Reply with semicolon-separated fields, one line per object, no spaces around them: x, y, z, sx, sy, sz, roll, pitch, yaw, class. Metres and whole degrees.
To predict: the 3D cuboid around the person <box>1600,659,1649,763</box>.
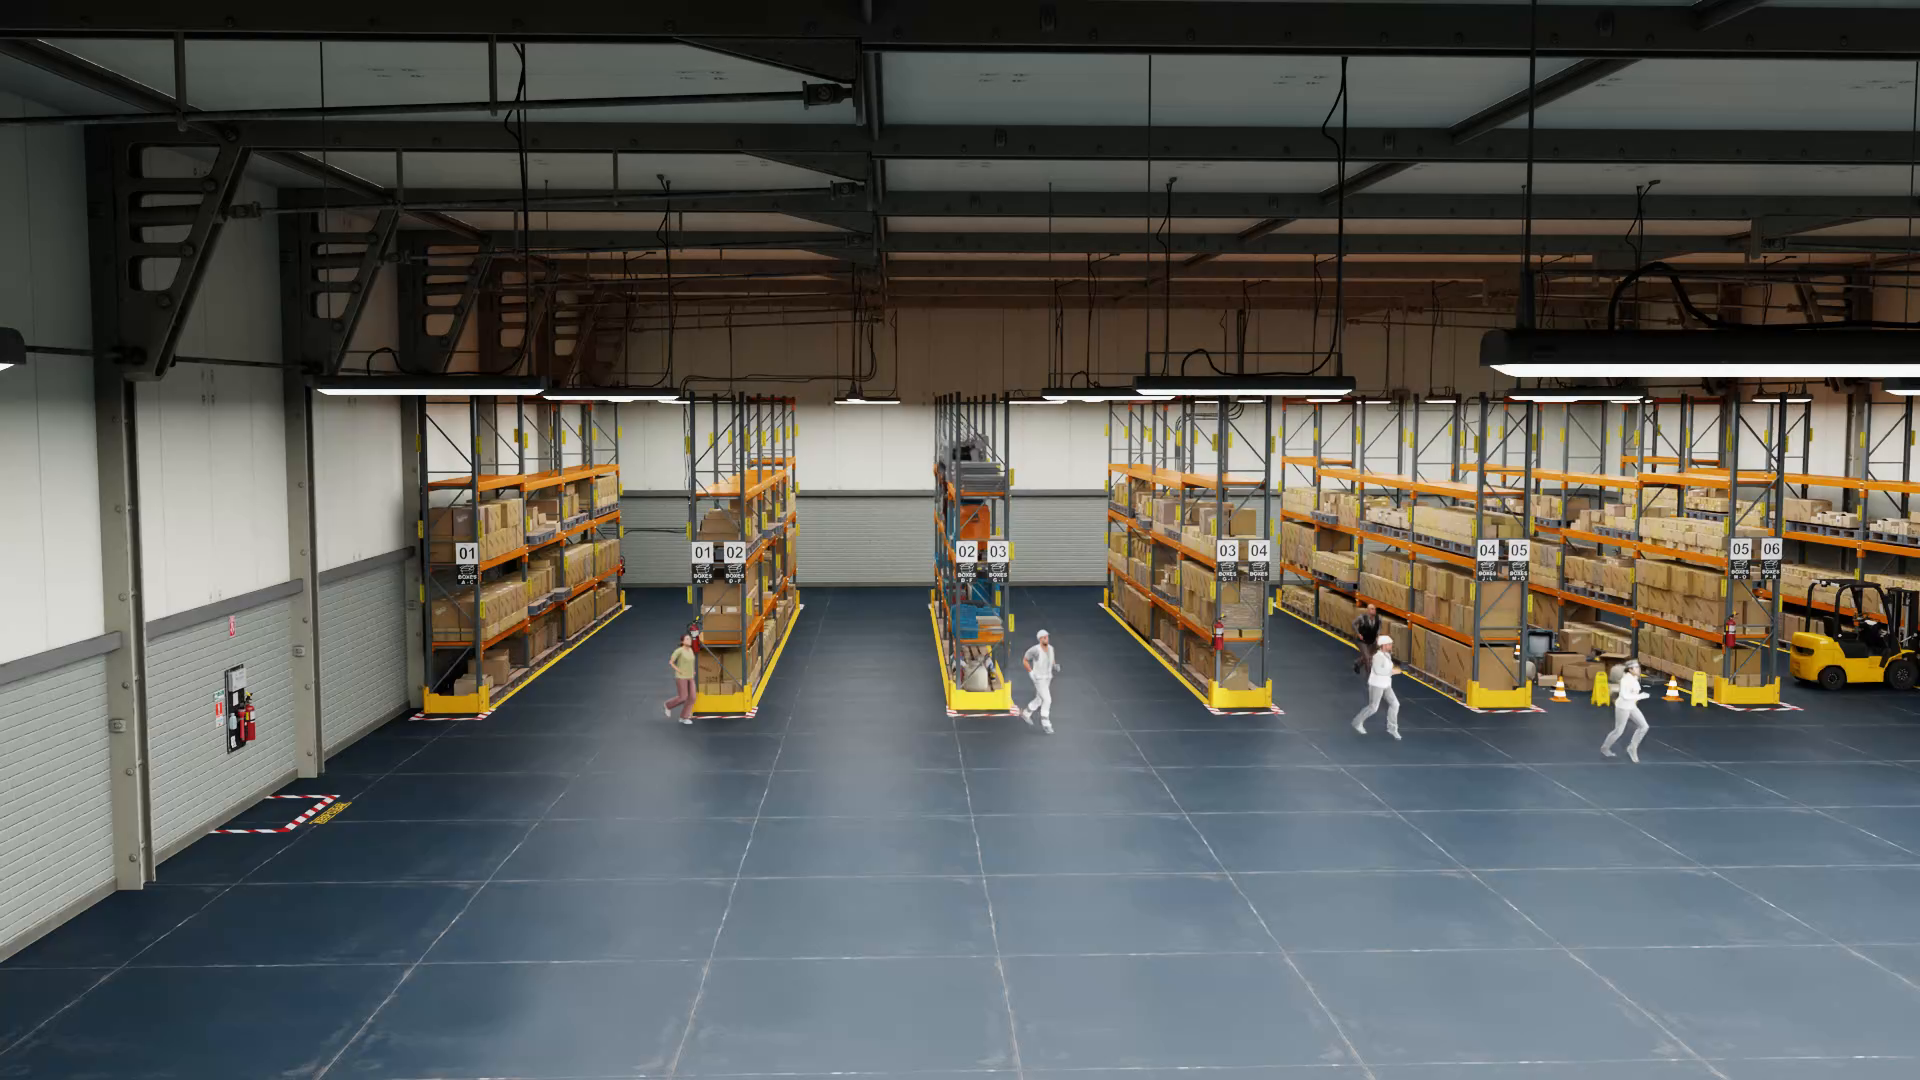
10.745;2.738;26.802;0.773;1.688;0.640;4;6;44;person

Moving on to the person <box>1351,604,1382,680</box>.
8.401;2.141;34.520;0.664;1.706;0.930;-1;5;-10;person

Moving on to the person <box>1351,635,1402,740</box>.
7.228;2.543;28.776;0.901;1.819;0.678;3;5;33;person

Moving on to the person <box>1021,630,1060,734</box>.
1.412;2.481;29.392;0.835;1.829;0.638;4;6;43;person

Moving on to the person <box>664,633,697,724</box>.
-5.027;2.499;30.197;0.669;1.625;0.608;3;6;37;person
